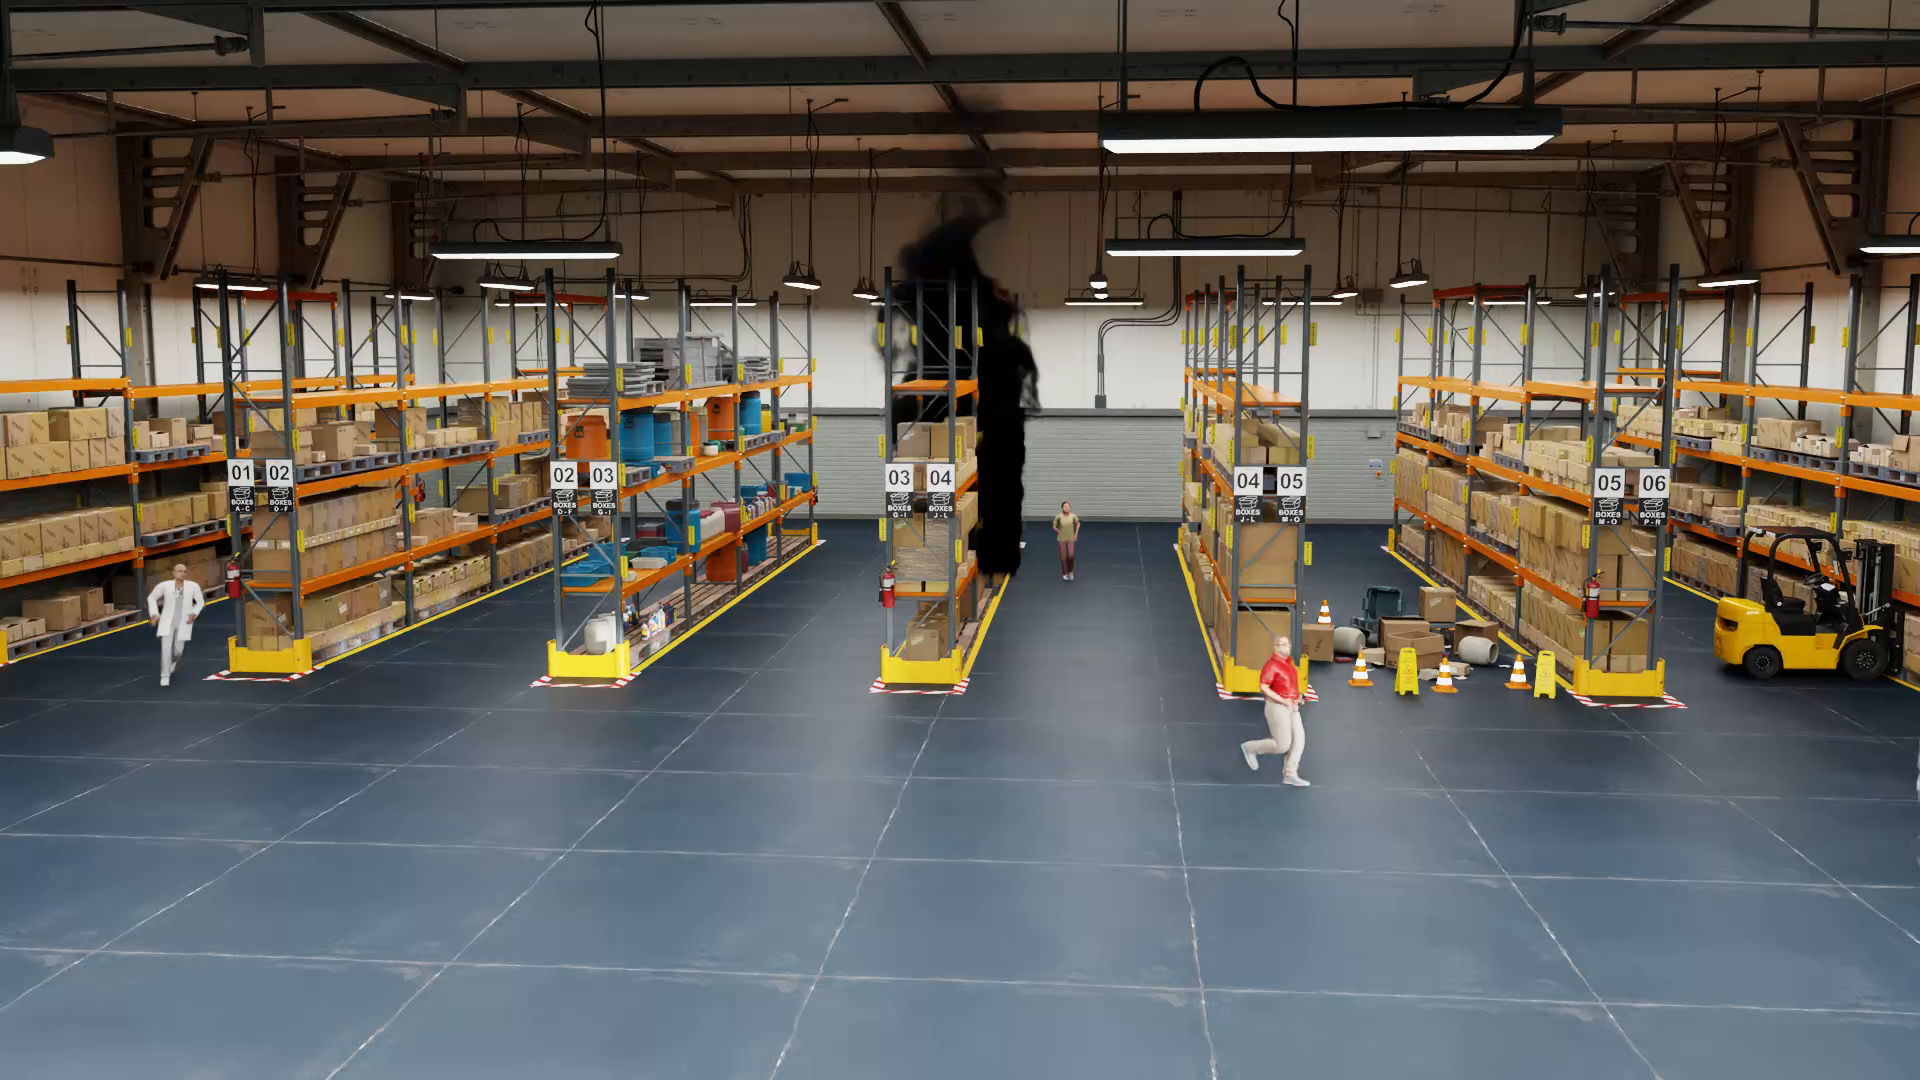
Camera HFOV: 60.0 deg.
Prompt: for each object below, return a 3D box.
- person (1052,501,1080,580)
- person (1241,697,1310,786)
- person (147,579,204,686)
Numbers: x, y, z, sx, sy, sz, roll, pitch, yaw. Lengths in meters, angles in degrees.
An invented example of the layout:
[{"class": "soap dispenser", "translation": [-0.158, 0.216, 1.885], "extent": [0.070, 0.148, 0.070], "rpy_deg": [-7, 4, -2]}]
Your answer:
[{"class": "person", "translation": [2.187, 0.016, 34.303], "extent": [0.562, 1.635, 0.616], "rpy_deg": [0, 7, 4]}, {"class": "person", "translation": [3.584, 2.235, 18.729], "extent": [0.798, 1.021, 0.410], "rpy_deg": [5, 9, 36]}, {"class": "person", "translation": [-11.454, 1.311, 24.342], "extent": [0.755, 1.531, 0.779], "rpy_deg": [-4, 8, -28]}]
